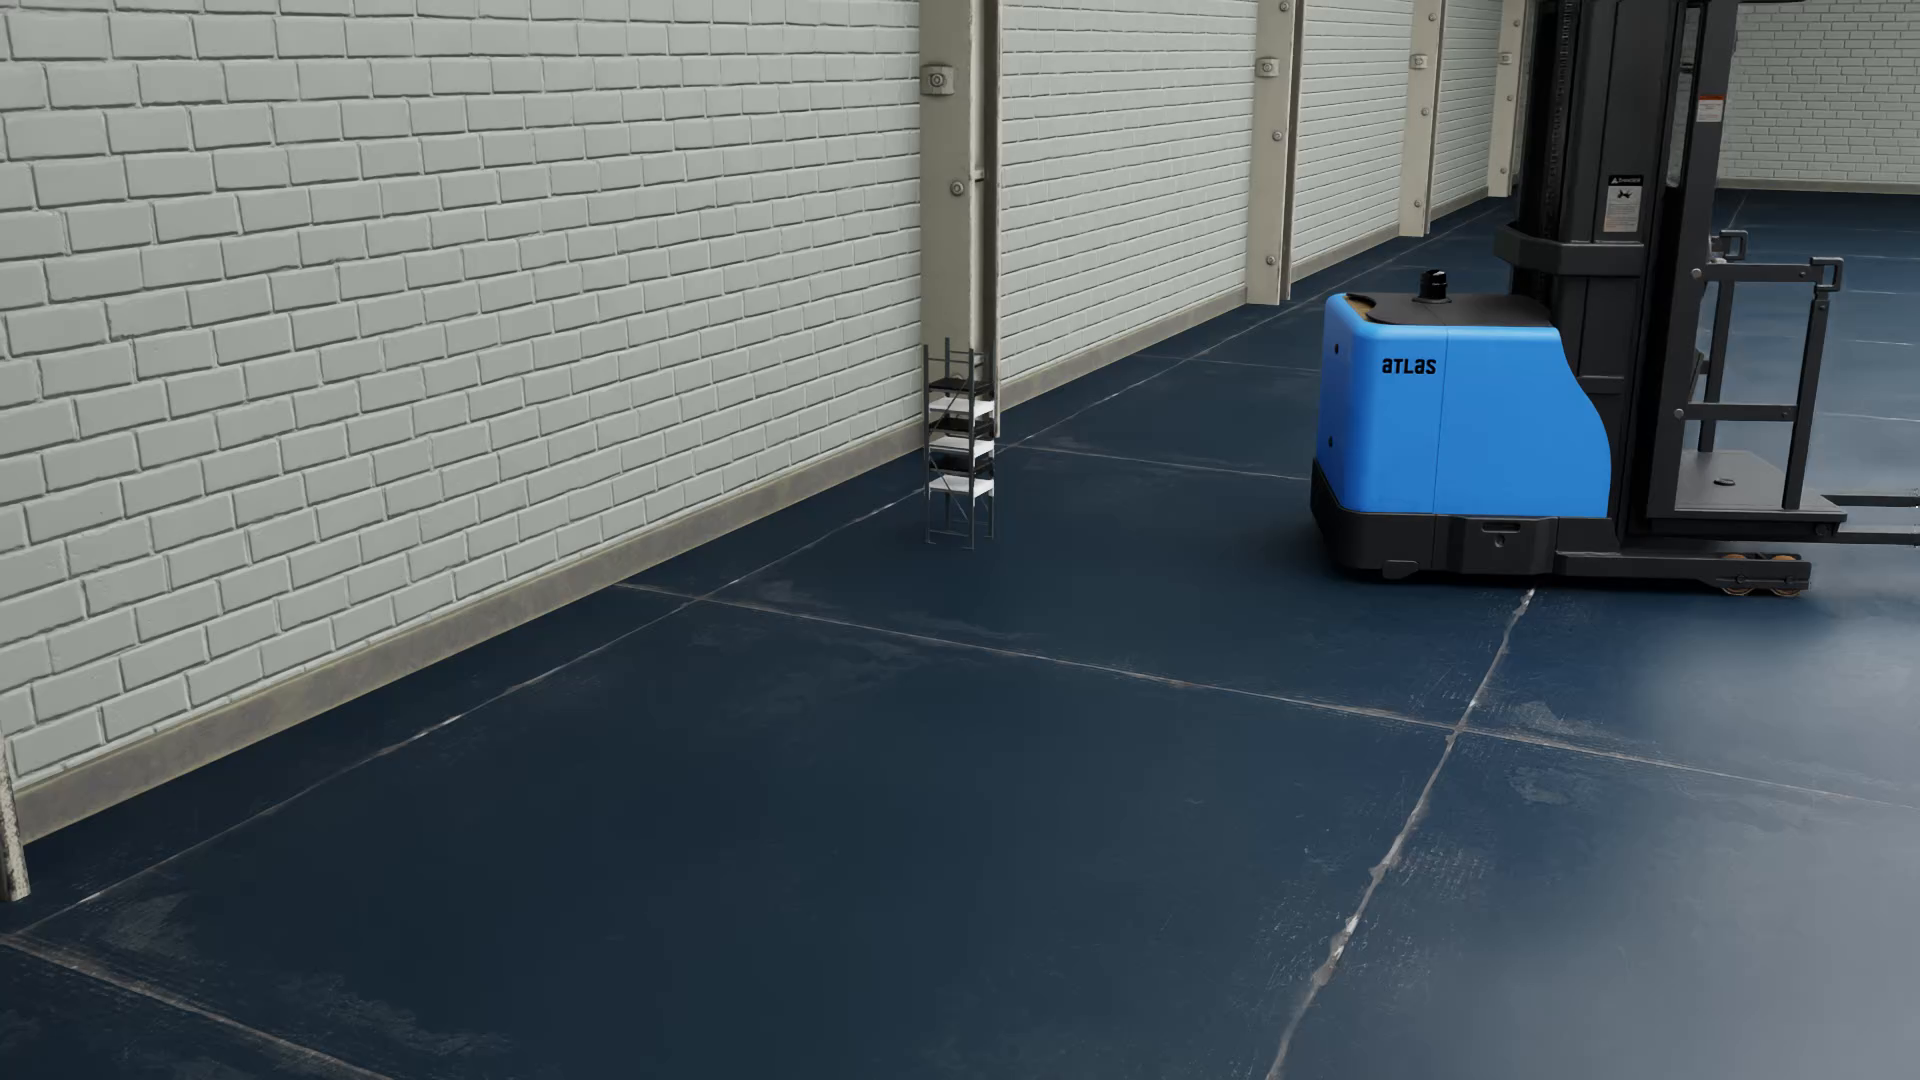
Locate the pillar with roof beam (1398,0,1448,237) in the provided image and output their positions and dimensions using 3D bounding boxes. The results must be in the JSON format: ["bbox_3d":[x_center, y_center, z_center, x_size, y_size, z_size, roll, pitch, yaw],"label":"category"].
[{"bbox_3d":[9.219,-7.389,16.597,9.100,9.000,0.400,8,18,25],"label":"pillar with roof beam"}]

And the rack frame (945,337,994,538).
[{"bbox_3d":[0.042,-0.455,7.476,0.240,0.900,0.006,8,18,25],"label":"rack frame"}]

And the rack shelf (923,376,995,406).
[{"bbox_3d":[-0.004,-0.656,7.322,0.258,0.077,0.200,8,18,25],"label":"rack shelf"}]

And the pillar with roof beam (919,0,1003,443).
[{"bbox_3d":[3.857,-4.332,6.306,9.100,9.000,0.400,8,18,25],"label":"pillar with roof beam"}]

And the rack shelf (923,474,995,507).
[{"bbox_3d":[-0.004,-0.225,7.450,0.258,0.077,0.200,8,18,25],"label":"rack shelf"}]

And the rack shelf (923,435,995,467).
[{"bbox_3d":[-0.004,-0.397,7.399,0.258,0.077,0.200,8,18,25],"label":"rack shelf"}]

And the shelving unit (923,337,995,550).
[{"bbox_3d":[-0.004,-0.429,7.389,0.258,0.900,0.210,8,18,25],"label":"shelving unit"}]

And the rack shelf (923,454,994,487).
[{"bbox_3d":[-0.004,-0.311,7.424,0.258,0.077,0.200,8,18,25],"label":"rack shelf"}]

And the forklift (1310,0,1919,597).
[{"bbox_3d":[3.113,-1.332,6.861,3.031,2.935,1.130,1,17,5],"label":"forklift"}]

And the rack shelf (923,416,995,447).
[{"bbox_3d":[-0.004,-0.484,7.373,0.258,0.077,0.200,8,18,25],"label":"rack shelf"}]

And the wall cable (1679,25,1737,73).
[{"bbox_3d":[10.548,-8.559,25.989,3.097,2.526,0.112,8,18,25],"label":"wall cable"}]

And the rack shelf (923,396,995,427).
[{"bbox_3d":[-0.004,-0.570,7.348,0.258,0.077,0.200,8,18,25],"label":"rack shelf"}]

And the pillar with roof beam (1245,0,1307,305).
[{"bbox_3d":[6.538,-5.861,11.451,9.100,9.000,0.400,8,18,25],"label":"pillar with roof beam"}]

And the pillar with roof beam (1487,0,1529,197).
[{"bbox_3d":[11.900,-8.917,21.742,9.100,9.000,0.400,8,18,25],"label":"pillar with roof beam"}]

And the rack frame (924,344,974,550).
[{"bbox_3d":[-0.049,-0.403,7.302,0.240,0.900,0.006,8,18,25],"label":"rack frame"}]
